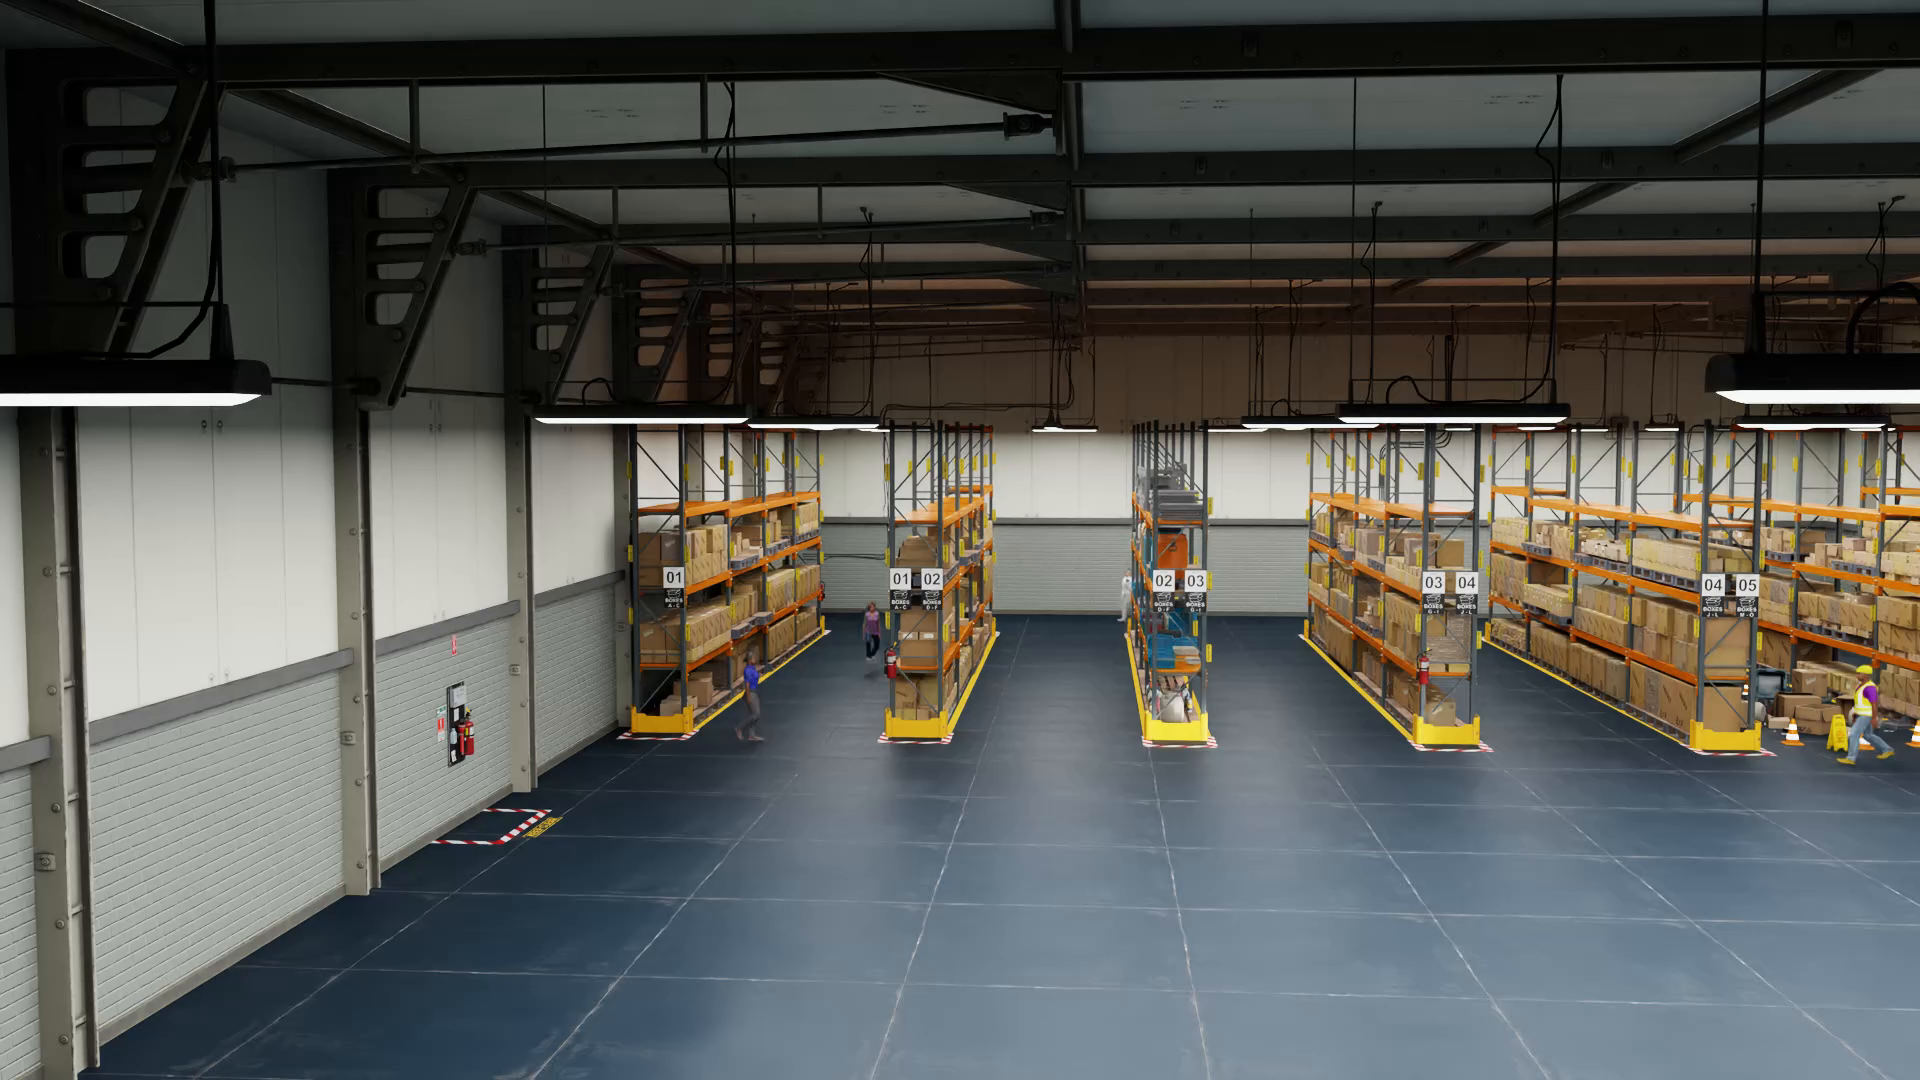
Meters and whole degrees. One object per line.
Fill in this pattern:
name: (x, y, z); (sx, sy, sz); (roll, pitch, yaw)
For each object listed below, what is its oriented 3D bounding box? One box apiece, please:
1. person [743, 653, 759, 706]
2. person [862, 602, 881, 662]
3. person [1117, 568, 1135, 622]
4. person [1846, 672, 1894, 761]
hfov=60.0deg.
person: (-3.895, 2.589, 30.932); (0.292, 0.990, 0.461); (0, 4, 1)
person: (-2.131, 2.237, 40.130); (0.454, 1.503, 0.839); (-1, 4, -10)
person: (5.184, 1.665, 50.859); (0.887, 1.649, 0.393); (-2, 4, -23)
person: (15.789, 3.022, 28.803); (0.838, 1.637, 0.572); (0, 4, 7)
